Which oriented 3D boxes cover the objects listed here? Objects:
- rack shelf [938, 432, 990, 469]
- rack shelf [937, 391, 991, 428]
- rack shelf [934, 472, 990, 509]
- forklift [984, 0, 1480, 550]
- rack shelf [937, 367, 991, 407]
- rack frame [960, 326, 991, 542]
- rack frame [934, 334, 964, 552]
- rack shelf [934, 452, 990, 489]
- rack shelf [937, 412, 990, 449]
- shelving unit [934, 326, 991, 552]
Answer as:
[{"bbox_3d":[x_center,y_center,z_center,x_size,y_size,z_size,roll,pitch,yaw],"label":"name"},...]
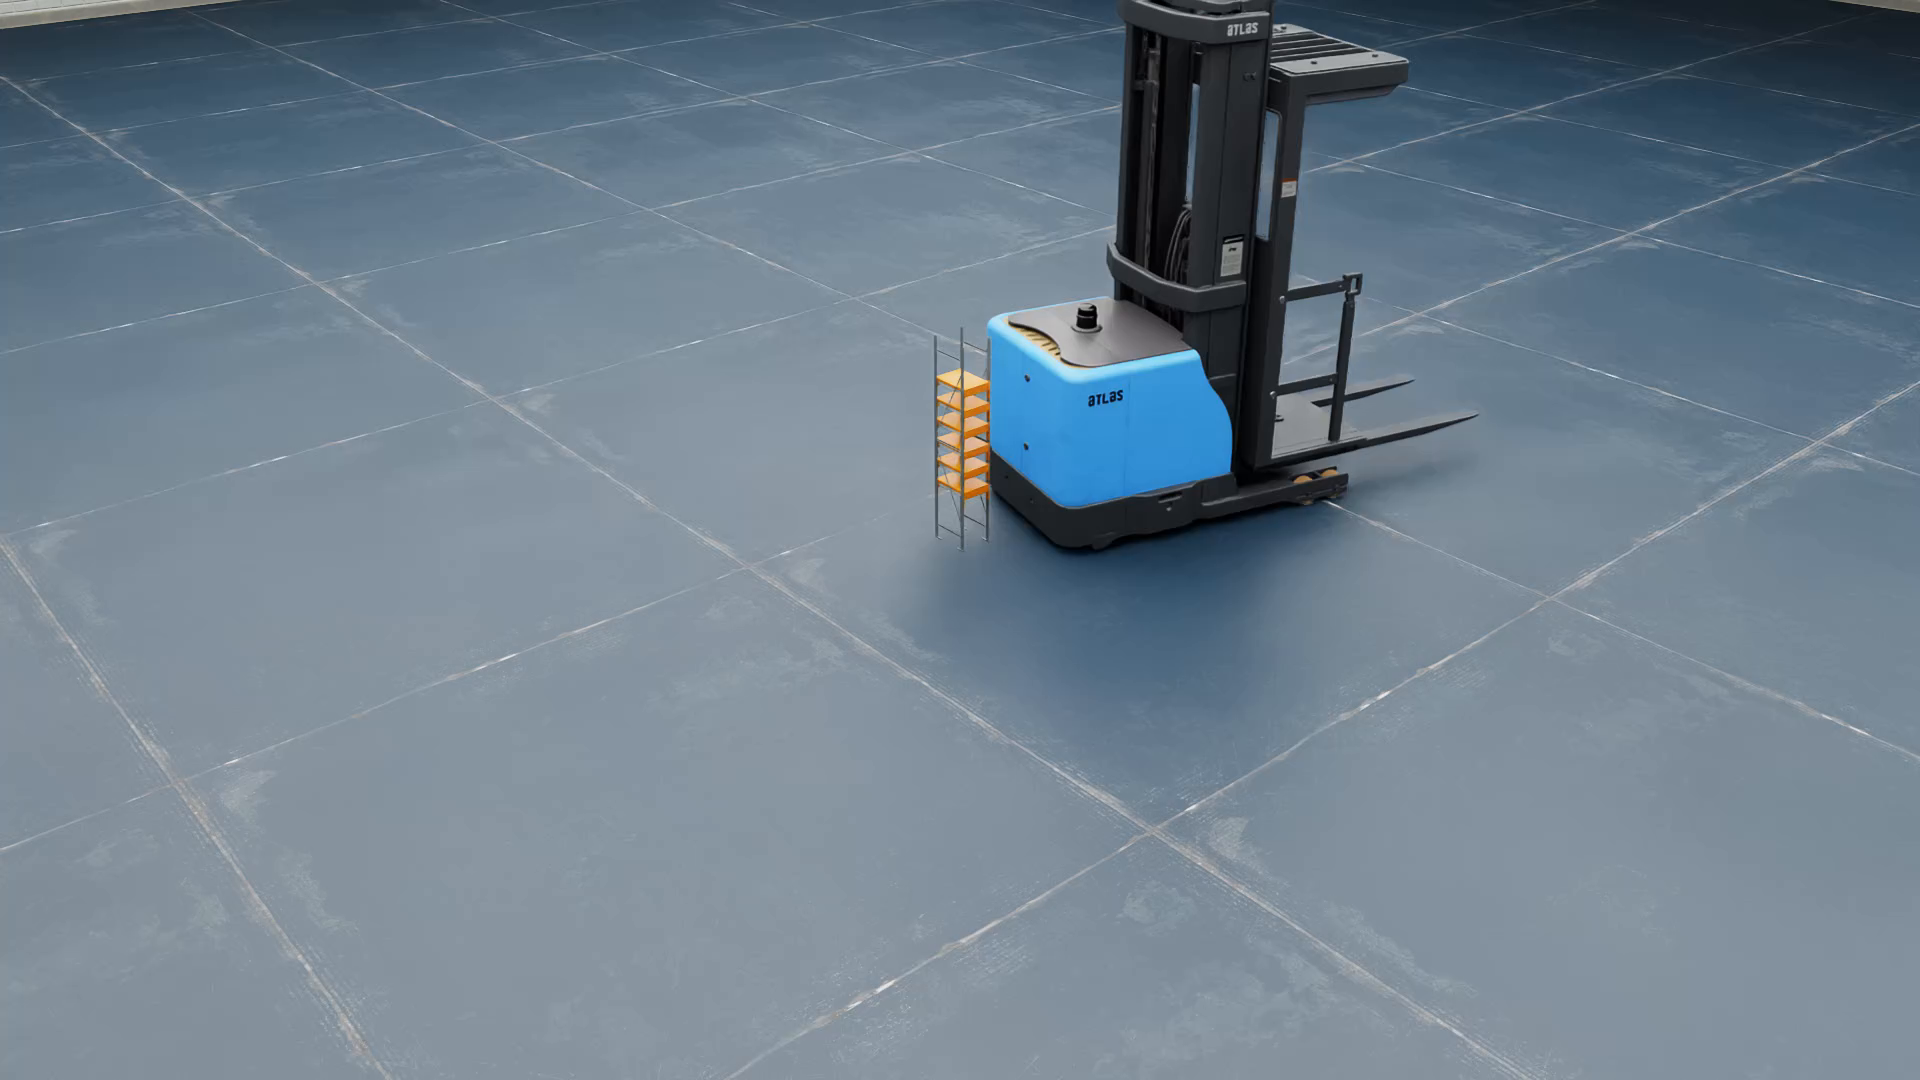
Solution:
[{"bbox_3d":[0.011,-0.494,8.996,0.180,0.103,0.258,-22,35,-35],"label":"rack shelf"},{"bbox_3d":[0.011,-0.706,8.883,0.180,0.103,0.258,-22,35,-35],"label":"rack shelf"},{"bbox_3d":[0.011,-0.283,9.110,0.180,0.103,0.258,-22,35,-35],"label":"rack shelf"},{"bbox_3d":[1.694,-1.704,9.329,3.031,2.935,1.130,-13,31,-23],"label":"forklift"},{"bbox_3d":[0.011,-0.812,8.827,0.180,0.103,0.258,-22,35,-35],"label":"rack shelf"},{"bbox_3d":[0.081,-0.562,9.028,0.006,1.200,0.240,-22,35,-35],"label":"rack frame"},{"bbox_3d":[-0.059,-0.506,8.923,0.006,1.200,0.240,-22,35,-35],"label":"rack frame"},{"bbox_3d":[0.011,-0.389,9.053,0.180,0.103,0.258,-22,35,-35],"label":"rack shelf"},{"bbox_3d":[0.011,-0.600,8.940,0.180,0.103,0.258,-22,35,-35],"label":"rack shelf"},{"bbox_3d":[0.011,-0.534,8.975,0.189,1.200,0.258,-22,35,-35],"label":"shelving unit"}]
